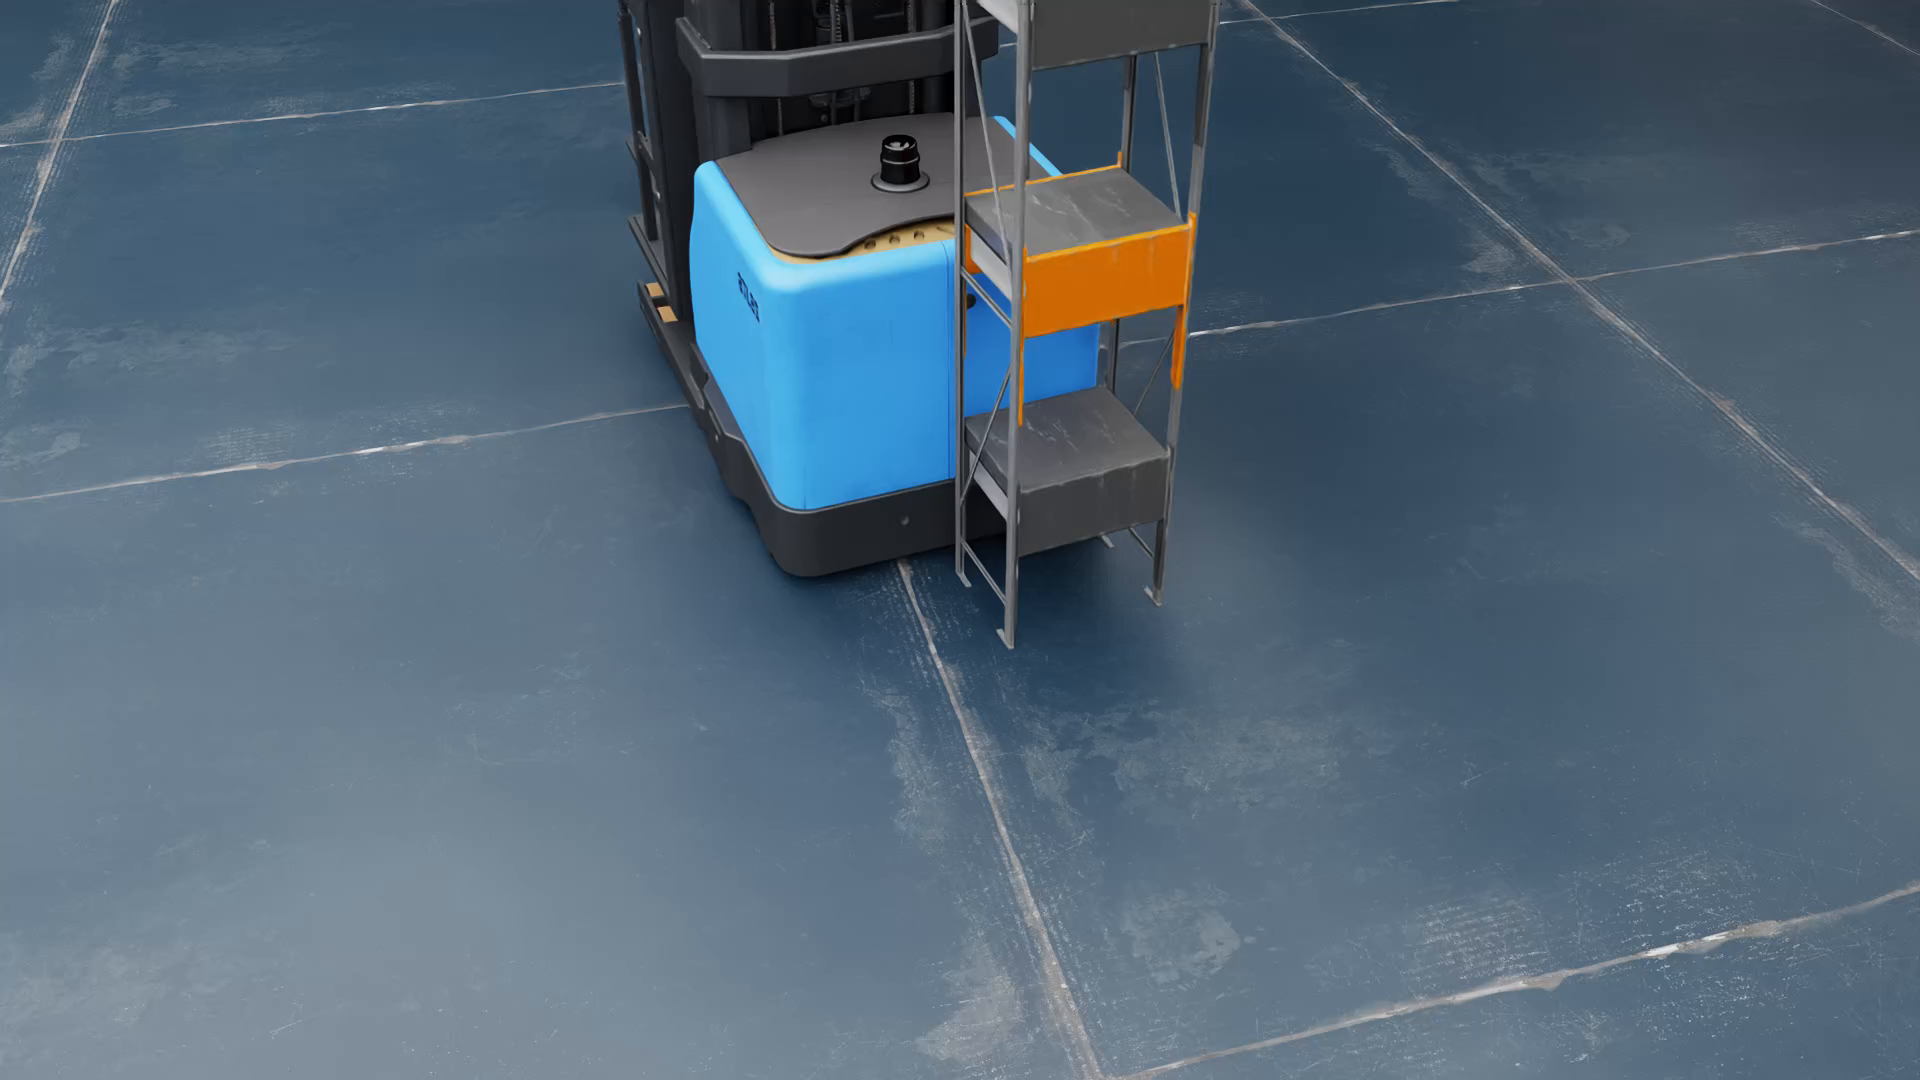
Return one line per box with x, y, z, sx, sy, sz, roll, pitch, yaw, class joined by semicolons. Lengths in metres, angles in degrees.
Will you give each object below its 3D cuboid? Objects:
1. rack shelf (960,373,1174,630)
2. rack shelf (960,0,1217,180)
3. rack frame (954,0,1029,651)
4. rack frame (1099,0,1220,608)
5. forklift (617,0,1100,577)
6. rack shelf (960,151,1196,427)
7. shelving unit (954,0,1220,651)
0.295;-0.117;4.850;0.480;0.518;0.431;-15;40;-18;rack shelf
0.295;-1.229;3.999;0.480;0.518;0.431;-15;40;-18;rack shelf
0.071;-0.626;4.340;0.015;2.100;0.400;-15;40;-18;rack frame
0.520;-0.743;4.493;0.015;2.100;0.400;-15;40;-18;rack frame
-0.575;-1.950;5.386;1.130;2.935;3.031;-13;39;-17;forklift
0.295;-0.673;4.424;0.480;0.518;0.431;-15;40;-18;rack shelf
0.295;-0.684;4.416;0.503;2.100;0.431;-15;40;-18;shelving unit
